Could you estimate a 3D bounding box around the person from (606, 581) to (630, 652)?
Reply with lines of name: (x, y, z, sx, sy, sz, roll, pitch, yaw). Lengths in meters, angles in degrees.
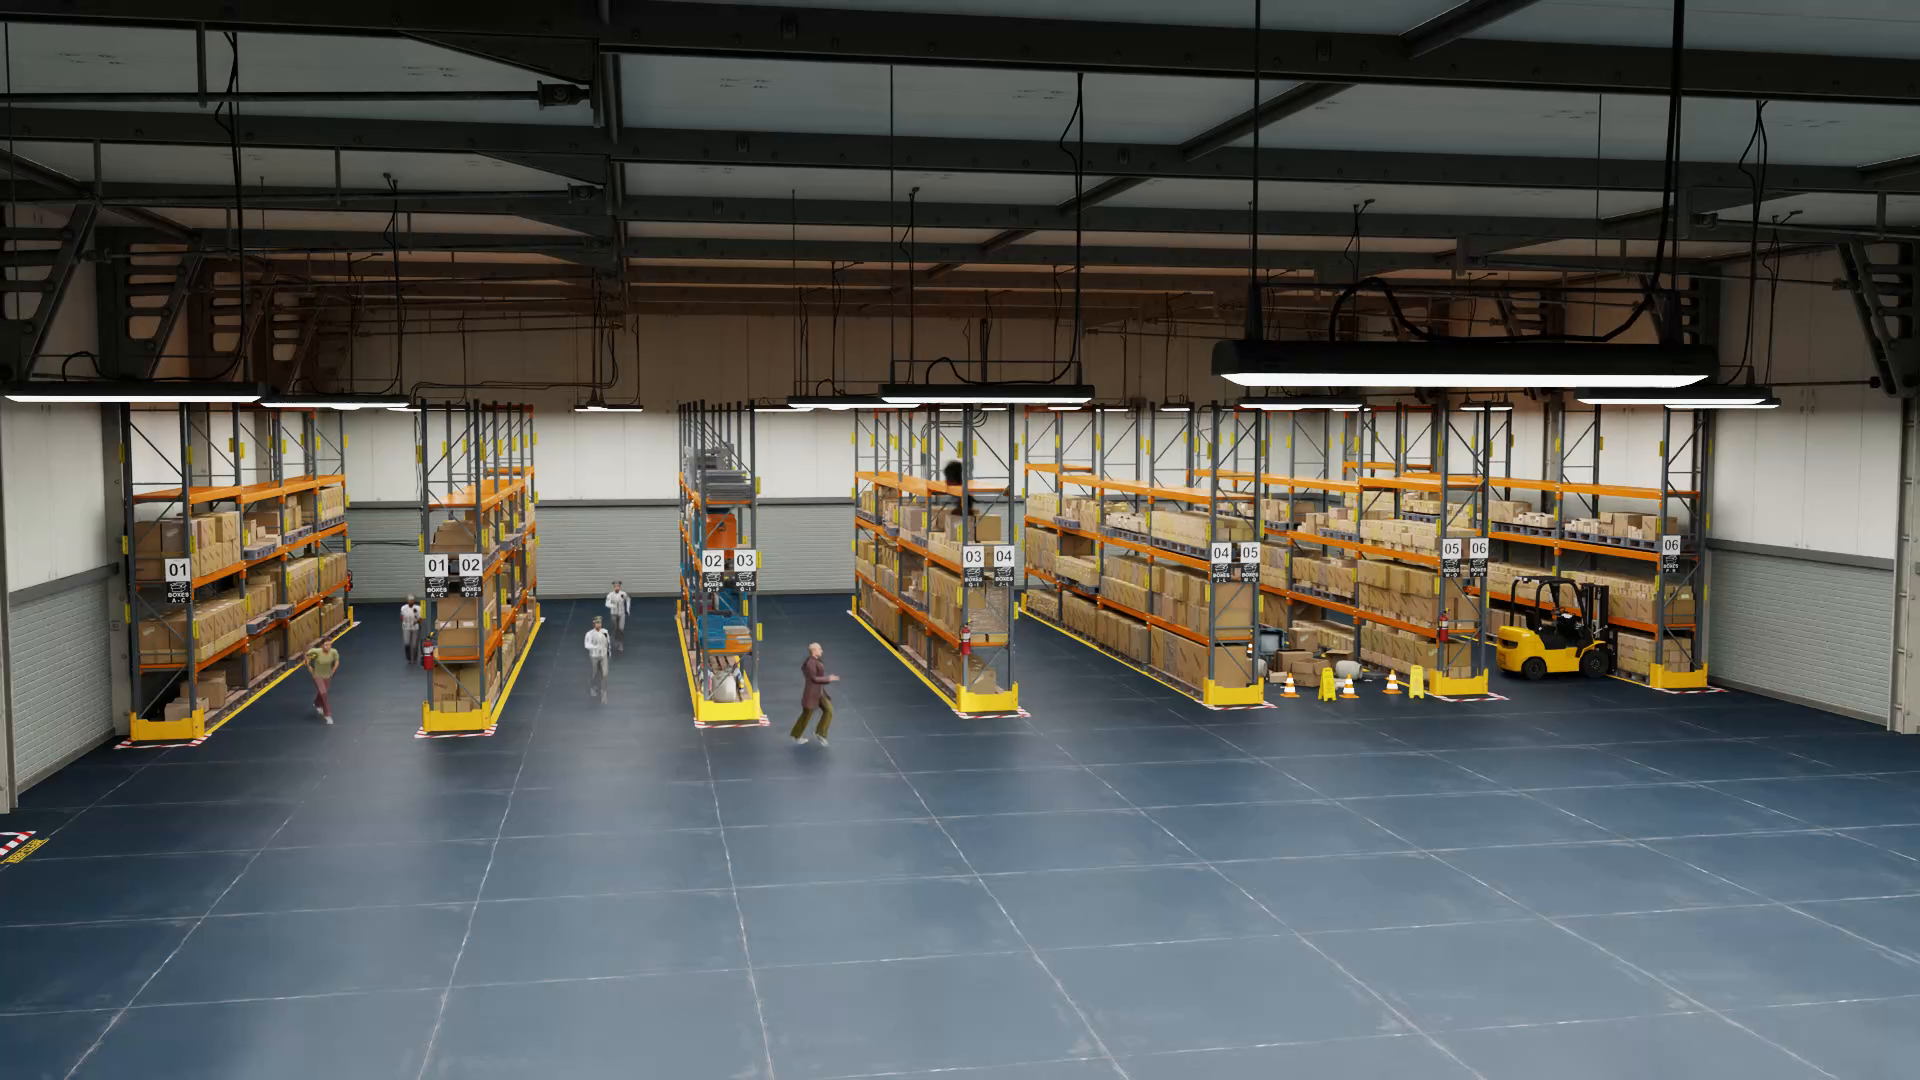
person: (-8.304, 1.839, 40.361, 0.562, 1.738, 0.813, -1, 4, -7)

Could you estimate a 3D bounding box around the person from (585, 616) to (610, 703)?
person: (-7.230, 2.374, 33.206, 0.553, 1.746, 0.831, -2, 5, -22)

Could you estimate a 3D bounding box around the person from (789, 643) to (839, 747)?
person: (-2.511, 2.682, 28.628, 0.909, 1.836, 0.650, 1, 4, 14)

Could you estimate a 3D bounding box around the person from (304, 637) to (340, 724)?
person: (-11.959, 2.596, 31.143, 0.618, 1.628, 1.003, -3, 5, -33)

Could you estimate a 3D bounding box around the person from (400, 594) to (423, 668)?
person: (-12.444, 2.054, 37.728, 0.492, 1.707, 0.789, -1, 4, -16)
